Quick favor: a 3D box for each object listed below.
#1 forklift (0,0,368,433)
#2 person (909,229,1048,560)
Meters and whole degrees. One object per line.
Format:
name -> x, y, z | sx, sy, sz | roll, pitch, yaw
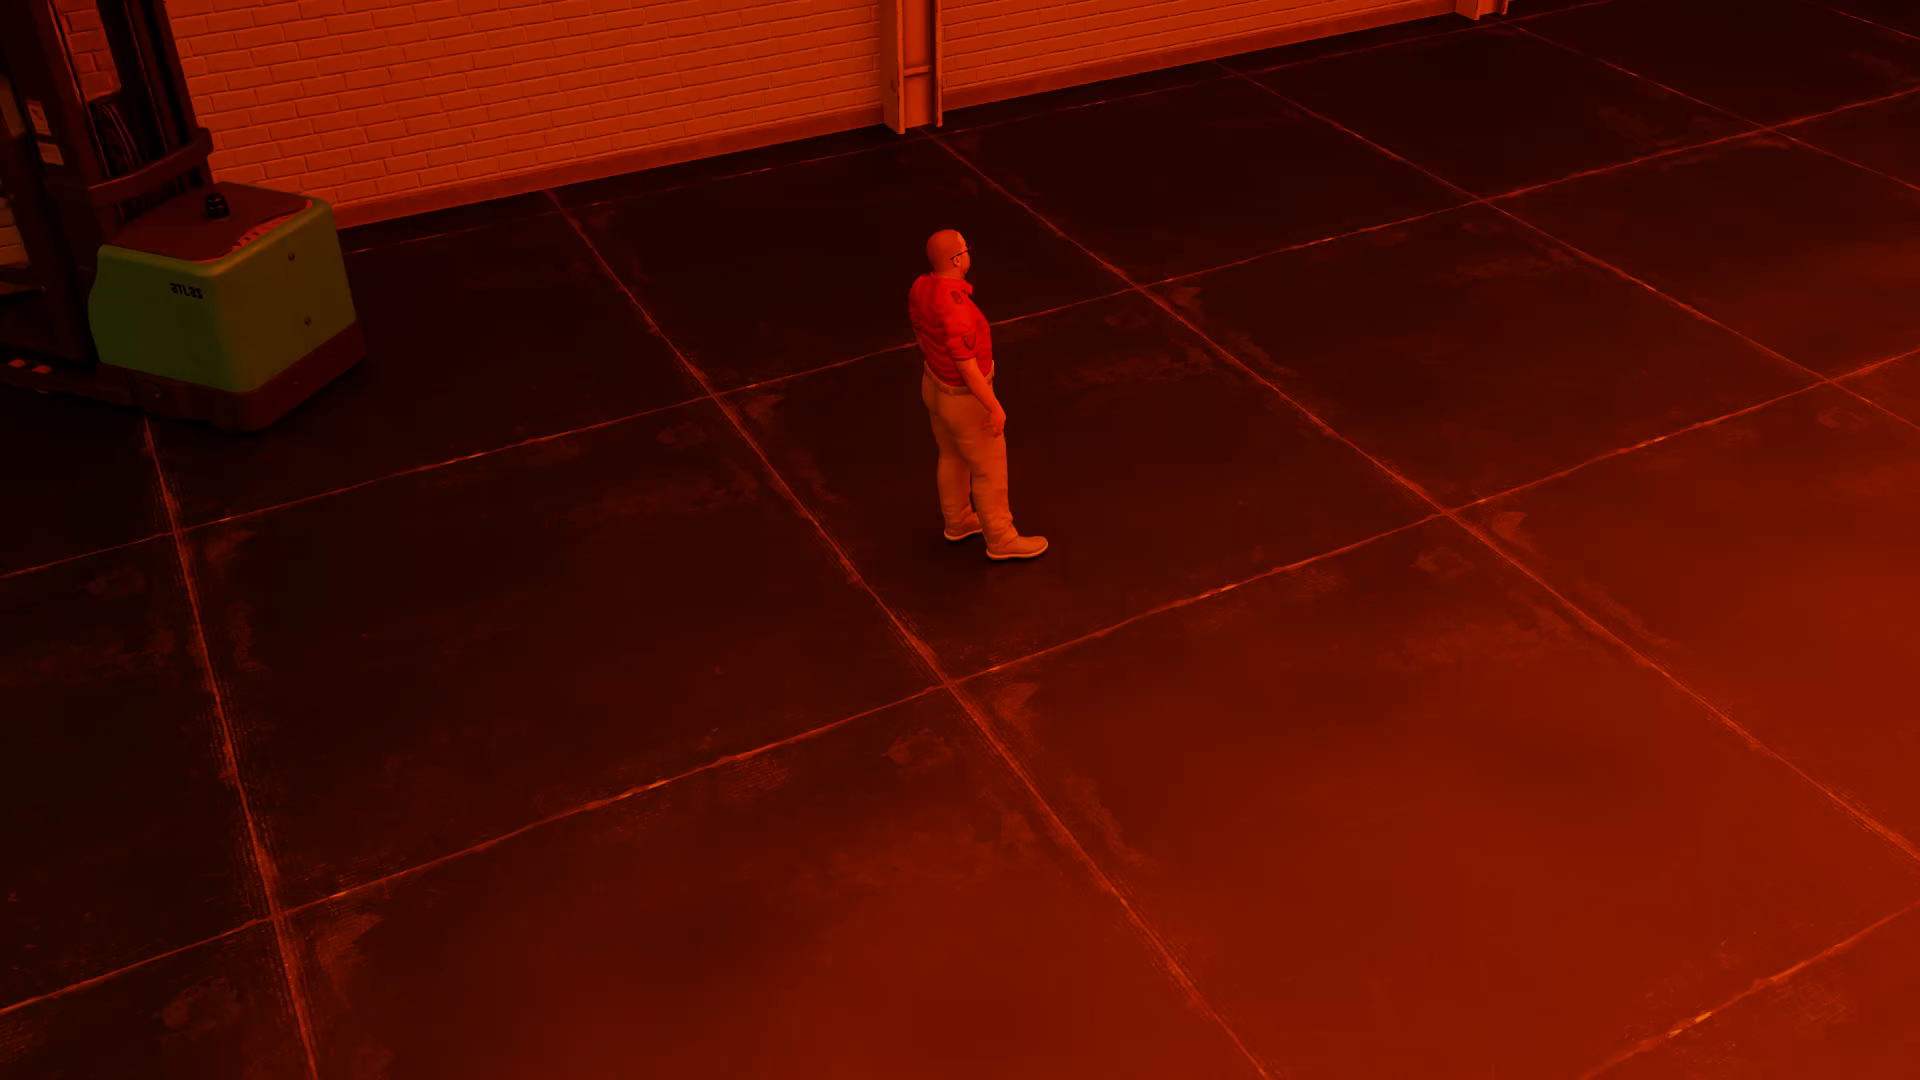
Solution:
forklift -> -5.182, -2.337, 9.429 | 3.031, 2.935, 1.130 | 13, 37, 17
person -> 0.085, -0.731, 8.185 | 0.550, 1.728, 0.641 | -17, 39, -23
